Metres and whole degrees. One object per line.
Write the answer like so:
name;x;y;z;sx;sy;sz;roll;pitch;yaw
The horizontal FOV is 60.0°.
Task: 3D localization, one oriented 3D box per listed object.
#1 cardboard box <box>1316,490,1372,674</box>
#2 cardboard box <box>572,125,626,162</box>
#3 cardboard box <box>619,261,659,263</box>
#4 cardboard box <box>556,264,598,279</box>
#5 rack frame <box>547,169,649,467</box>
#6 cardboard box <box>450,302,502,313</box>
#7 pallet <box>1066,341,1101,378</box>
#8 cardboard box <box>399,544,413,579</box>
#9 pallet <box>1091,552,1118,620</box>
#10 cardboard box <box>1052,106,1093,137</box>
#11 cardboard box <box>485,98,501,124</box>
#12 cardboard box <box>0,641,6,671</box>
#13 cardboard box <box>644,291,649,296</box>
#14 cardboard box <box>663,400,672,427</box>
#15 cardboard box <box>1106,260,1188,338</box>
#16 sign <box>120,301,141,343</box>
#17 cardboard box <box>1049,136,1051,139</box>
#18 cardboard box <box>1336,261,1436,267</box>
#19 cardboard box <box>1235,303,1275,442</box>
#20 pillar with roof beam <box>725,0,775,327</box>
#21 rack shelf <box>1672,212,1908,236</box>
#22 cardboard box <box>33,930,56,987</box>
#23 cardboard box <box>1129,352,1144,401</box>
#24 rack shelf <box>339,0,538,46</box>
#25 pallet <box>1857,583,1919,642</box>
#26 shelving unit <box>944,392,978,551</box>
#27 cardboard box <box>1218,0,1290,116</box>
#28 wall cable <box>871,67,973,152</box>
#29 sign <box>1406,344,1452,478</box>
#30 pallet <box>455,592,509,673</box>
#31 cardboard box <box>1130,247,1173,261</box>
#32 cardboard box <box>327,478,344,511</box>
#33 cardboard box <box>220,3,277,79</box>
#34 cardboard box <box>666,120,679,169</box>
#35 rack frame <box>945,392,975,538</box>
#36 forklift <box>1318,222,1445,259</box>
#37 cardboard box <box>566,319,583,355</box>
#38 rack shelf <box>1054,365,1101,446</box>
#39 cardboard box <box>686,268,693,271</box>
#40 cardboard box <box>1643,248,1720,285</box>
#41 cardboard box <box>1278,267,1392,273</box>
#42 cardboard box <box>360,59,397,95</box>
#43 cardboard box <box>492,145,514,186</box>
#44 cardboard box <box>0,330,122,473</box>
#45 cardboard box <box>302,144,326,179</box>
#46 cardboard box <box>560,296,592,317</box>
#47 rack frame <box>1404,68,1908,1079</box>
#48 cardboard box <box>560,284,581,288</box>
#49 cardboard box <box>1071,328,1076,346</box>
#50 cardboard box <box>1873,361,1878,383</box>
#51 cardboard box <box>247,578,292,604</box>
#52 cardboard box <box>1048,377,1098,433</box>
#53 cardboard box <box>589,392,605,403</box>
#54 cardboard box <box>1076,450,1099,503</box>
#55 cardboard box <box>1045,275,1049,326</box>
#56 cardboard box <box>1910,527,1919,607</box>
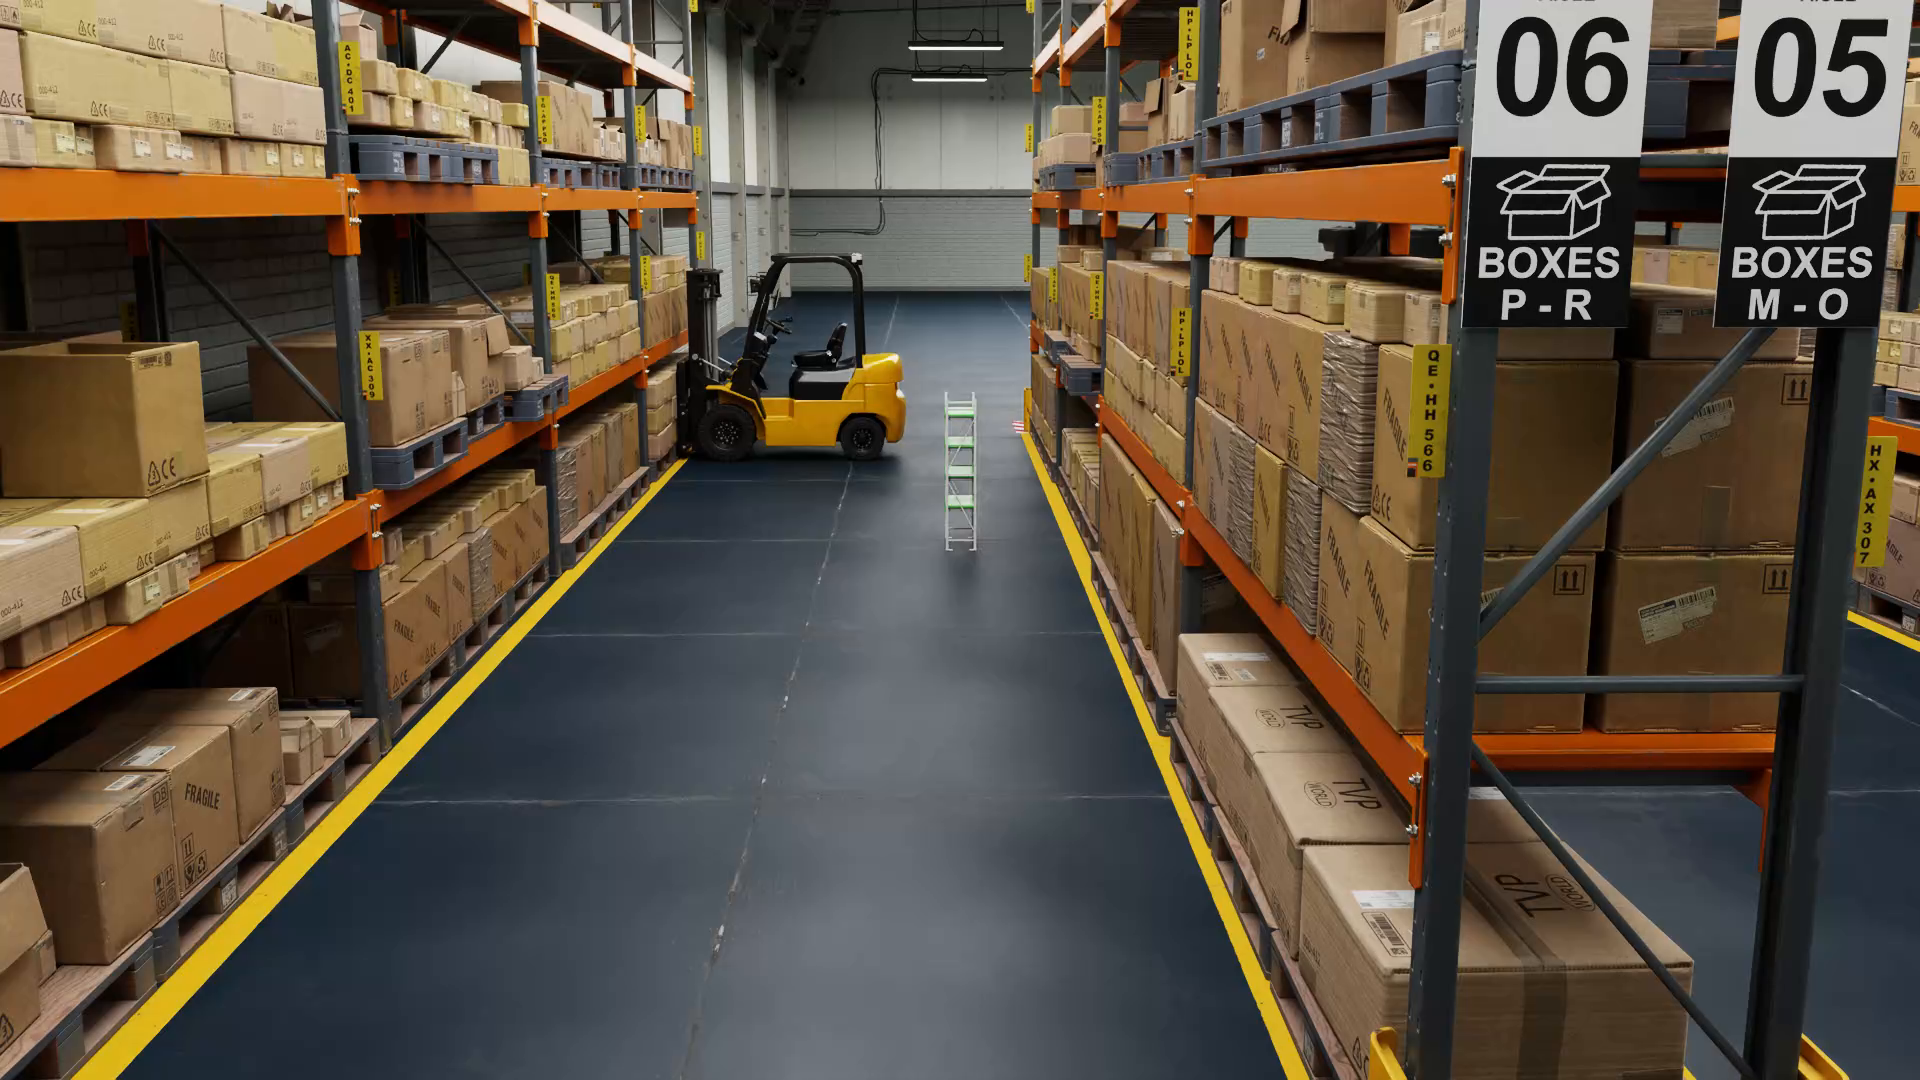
cardboard box;1.419;0.127;5.136;0.500;0.500;0.500;0;11;-2
cardboard box;-3.263;-3.532;14.795;0.500;0.311;0.500;-1;11;-3
cardboard box;-3.338;-2.826;17.315;0.380;0.149;0.250;0;11;-1
cardboard box;-3.813;-2.671;16.549;0.380;0.149;0.250;0;11;-2
rack frame;-3.522;-1.993;15.840;1.000;3.000;0.127;0;11;-1
cardboard box;-3.710;-1.732;12.670;0.380;0.149;0.250;0;11;-1
pallet;1.442;-1.519;13.983;1.003;0.211;1.213;0;11;-1
cardboard box;-3.198;0.120;9.022;0.380;0.149;0.250;-1;11;-4
pallet;1.464;0.304;11.528;1.003;0.211;1.213;0;11;-1
cardboard box;1.073;-3.645;14.501;0.500;0.250;0.500;0;11;-2
cardboard box;-3.180;-2.763;10.718;0.380;0.149;0.250;-1;11;-3
cardboard box;-3.098;0.346;4.940;0.380;0.149;0.250;0;11;-2
cardboard box;-3.272;-2.476;16.337;0.380;0.149;0.250;0;11;0
cardboard box;-3.236;-1.294;16.996;0.500;0.250;0.500;0;11;-1
cardboard box;1.289;-1.659;11.427;0.500;0.500;0.500;-1;11;-3
sign;-3.911;-0.967;7.872;0.100;0.325;0.005;0;11;-1
cardboard box;1.081;-3.969;16.659;0.380;0.149;0.250;0;11;1
cardboard box;1.823;-1.119;7.131;0.380;0.149;0.250;0;11;-1
cardboard box;1.377;-0.665;6.528;0.500;0.500;0.500;0;11;0
pillar with roof beam;-0.559;-9.182;36.186;9.100;9.000;0.548;0;11;-1
rack shelf;6.429;-2.775;13.957;1.077;0.370;4.000;0;11;-1
cardboard box;-3.162;1.377;5.342;0.380;0.149;0.250;-1;11;-3
cardboard box;1.292;-0.986;9.996;0.500;0.250;0.500;0;11;0
rack shelf;-3.398;-3.192;9.476;1.077;0.370;4.000;0;11;-1
pallet;6.507;0.504;10.543;1.003;0.211;1.213;0;11;-1
shelving unit;0.003;-0.555;13.278;0.258;1.200;0.503;0;11;-1
cardboard box;1.408;-2.080;7.165;0.500;0.500;0.500;0;11;0
wall cable;-1.145;-13.105;50.632;3.097;2.526;0.112;0;11;-1
sign;1.146;-0.313;4.050;0.100;0.325;0.005;0;11;-1
pallet;-3.439;0.559;10.273;1.003;0.211;1.213;0;11;-1
cardboard box;1.703;-2.505;14.676;0.380;0.149;0.250;-1;11;-3
cardboard box;-3.097;-0.218;7.719;0.380;0.149;0.250;0;11;0
cardboard box;-3.086;-1.990;6.652;0.500;0.250;0.500;0;11;-2
cardboard box;-3.430;-4.271;17.965;0.700;0.500;0.500;0;11;-1
rack frame;-0.002;-0.604;13.517;0.240;1.200;0.015;0;11;-1
forklift;3.403;-1.397;13.071;1.130;2.935;3.031;0;11;1
cardboard box;-3.213;-1.558;12.816;0.500;0.250;0.500;0;11;1
rack shelf;1.482;-1.264;14.056;1.077;0.370;4.000;0;11;-1
cardboard box;-3.317;-3.088;19.351;0.380;0.149;0.250;0;11;0
cardboard box;6.427;-2.293;14.549;0.700;0.500;0.500;0;11;-1
cardboard box;1.430;-0.964;6.367;0.380;0.149;0.250;0;11;-1
cardboard box;-2.924;-2.212;7.949;0.380;0.149;0.250;0;11;0
cardboard box;-3.175;-2.394;10.647;0.500;0.250;0.500;0;11;-1
cardboard box;-3.592;-0.546;6.448;0.500;0.500;0.500;-1;11;-3
cardboard box;-3.054;-1.680;7.382;0.380;0.149;0.250;0;11;-2
cardboard box;-3.188;-1.886;13.429;0.380;0.149;0.250;0;11;0
rack frame;1.689;0.371;4.186;1.000;3.000;0.127;0;11;-1
cardboard box;-3.729;-2.289;15.417;0.380;0.149;0.250;0;11;-2
cardboard box;1.135;-1.727;14.102;0.380;0.149;0.250;0;11;1
cardboard box;6.289;-1.146;11.238;0.380;0.149;0.250;0;11;2
cardboard box;-3.652;0.226;8.498;0.380;0.149;0.250;-1;11;-3
cardboard box;1.160;-1.357;16.676;0.500;0.500;0.500;0;11;-2
cardboard box;-3.725;-1.439;16.451;0.500;0.250;0.500;0;11;0
cardboard box;1.488;-0.547;14.264;0.950;0.372;0.625;0;11;1
cardboard box;1.150;-2.502;17.348;0.500;0.500;0.500;0;11;0
cardboard box;6.269;0.205;10.237;0.500;0.500;0.500;0;11;-2
